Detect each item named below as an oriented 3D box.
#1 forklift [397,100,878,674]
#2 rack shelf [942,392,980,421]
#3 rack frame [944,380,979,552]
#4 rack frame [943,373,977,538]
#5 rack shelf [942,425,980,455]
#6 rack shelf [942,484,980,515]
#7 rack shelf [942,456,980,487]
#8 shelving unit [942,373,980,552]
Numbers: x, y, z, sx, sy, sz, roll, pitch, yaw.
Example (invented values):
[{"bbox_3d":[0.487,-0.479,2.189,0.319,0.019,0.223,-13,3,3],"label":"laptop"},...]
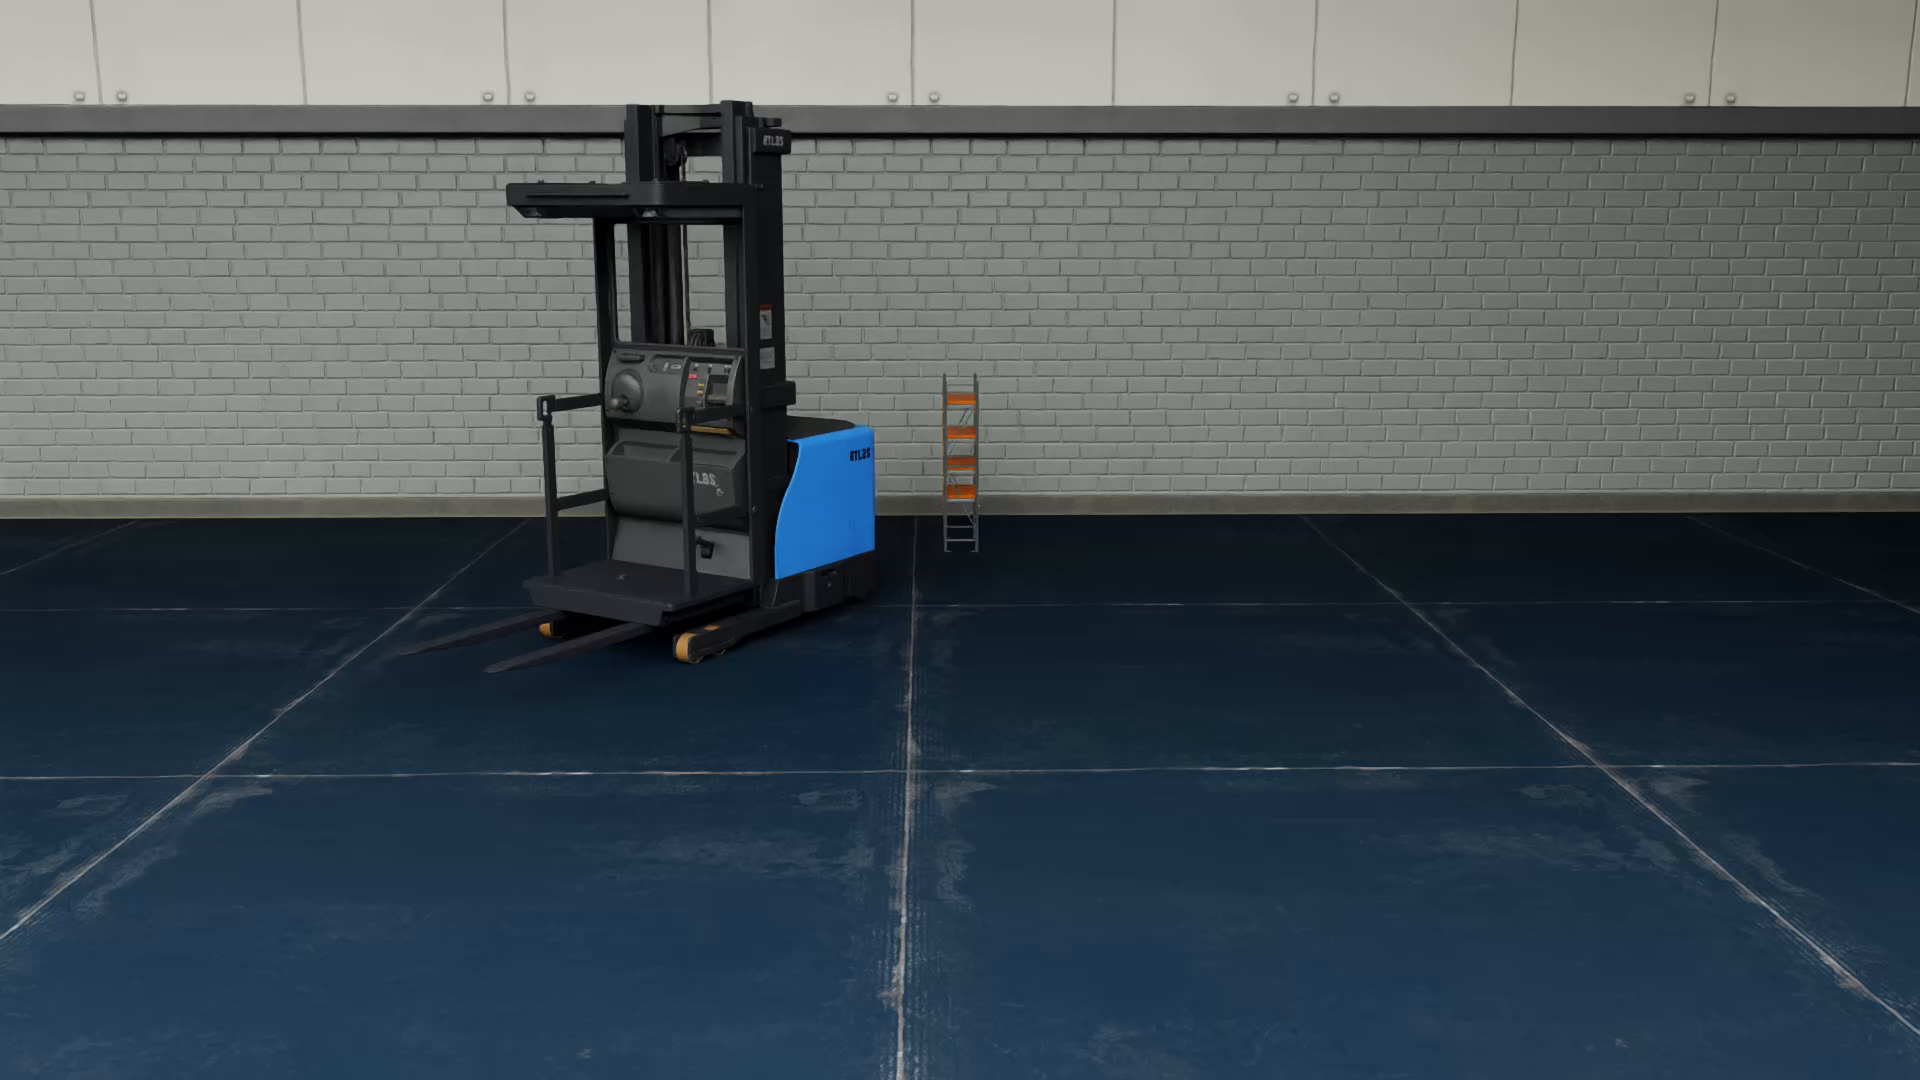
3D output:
[{"bbox_3d":[-1.705,-0.884,9.042,1.130,2.935,3.031,7,13,31],"label":"forklift"},{"bbox_3d":[0.003,-0.940,11.699,0.258,0.148,0.480,0,11,-1],"label":"rack shelf"},{"bbox_3d":[0.008,-0.507,11.539,0.240,1.200,0.015,0,11,-1],"label":"rack frame"},{"bbox_3d":[-0.002,-0.604,12.017,0.240,1.200,0.015,0,11,-1],"label":"rack frame"},{"bbox_3d":[0.003,-0.708,11.747,0.258,0.148,0.480,0,11,-1],"label":"rack shelf"},{"bbox_3d":[0.003,-0.295,11.830,0.258,0.148,0.480,0,11,-1],"label":"rack shelf"},{"bbox_3d":[0.003,-0.489,11.791,0.258,0.148,0.480,0,11,-1],"label":"rack shelf"},{"bbox_3d":[0.003,-0.555,11.778,0.258,1.200,0.503,0,11,-1],"label":"shelving unit"}]
